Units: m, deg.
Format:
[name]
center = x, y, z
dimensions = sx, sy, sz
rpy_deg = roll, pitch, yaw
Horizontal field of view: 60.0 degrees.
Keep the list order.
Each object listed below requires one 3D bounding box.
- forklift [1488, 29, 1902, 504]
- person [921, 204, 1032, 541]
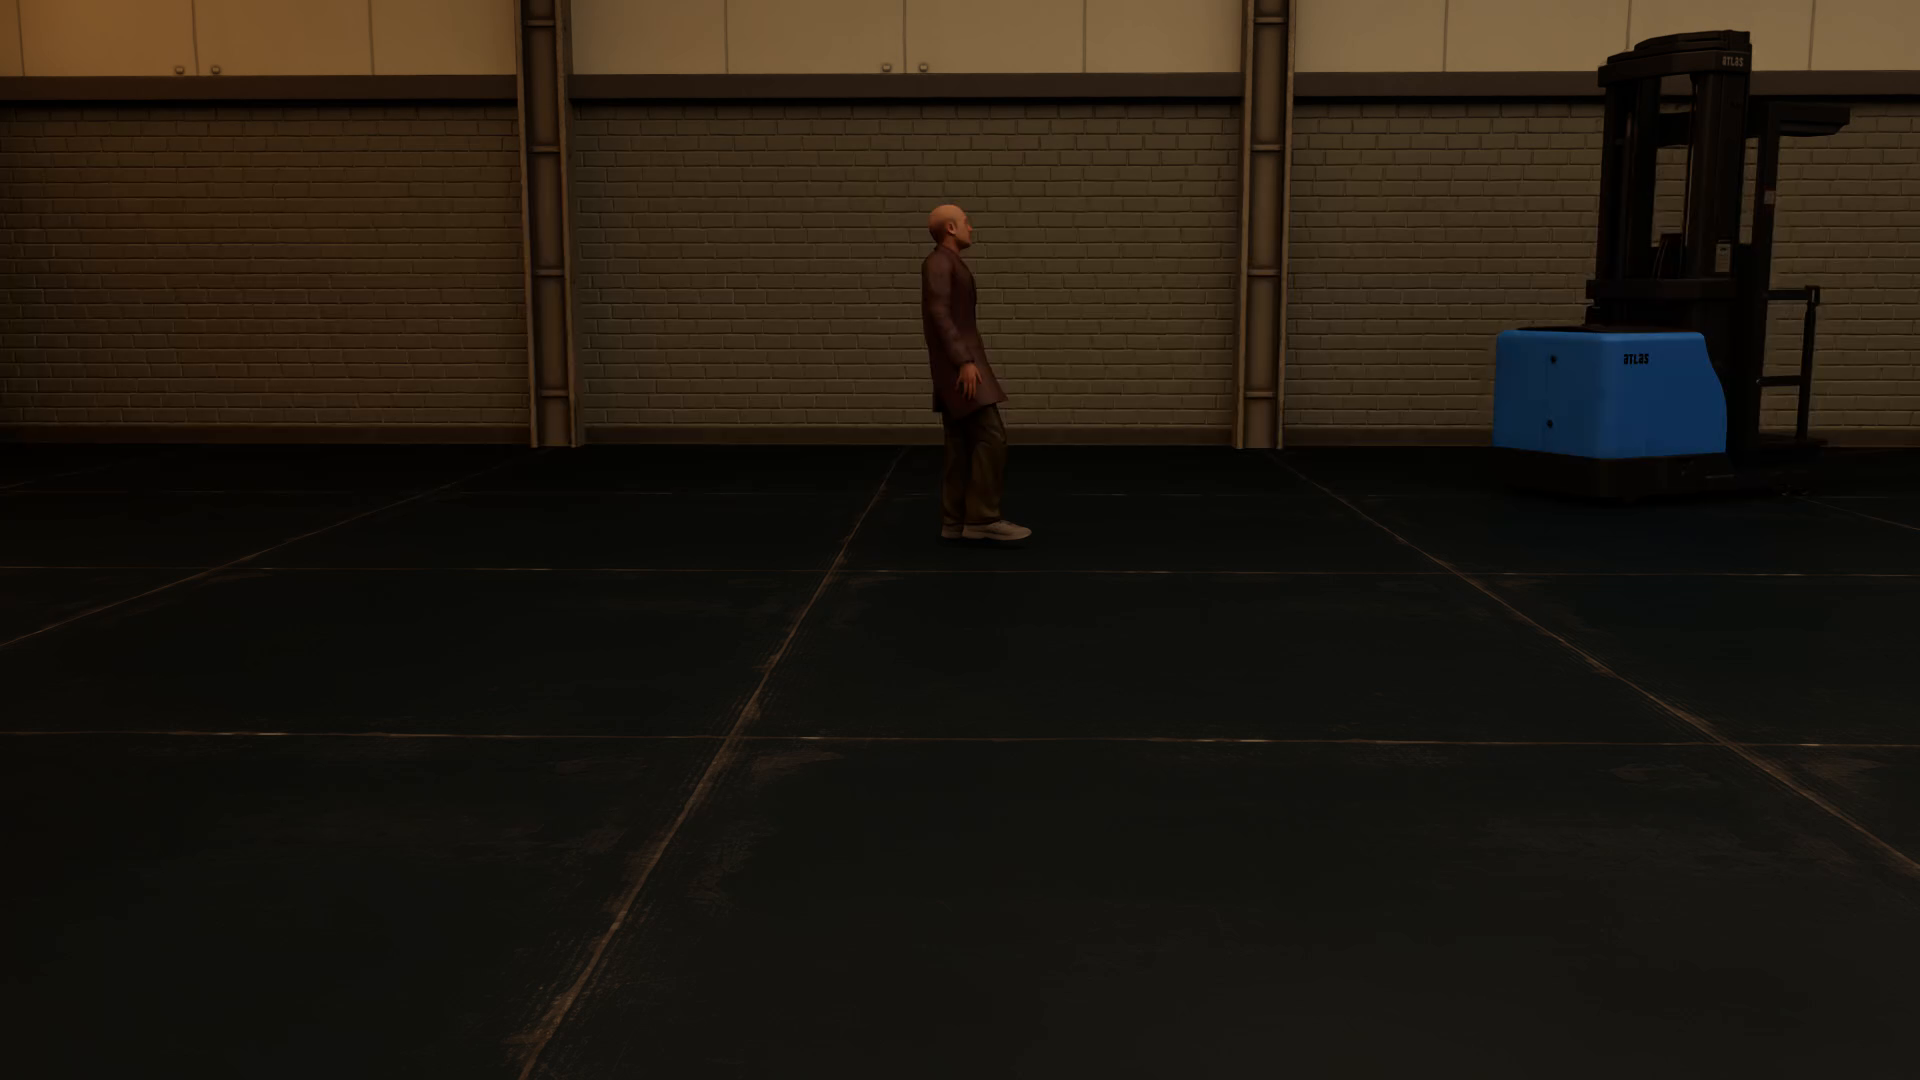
[forklift]
center = 5.073, -1.800, 11.083
dimensions = 3.031, 2.935, 1.130
rpy_deg = -4, 10, -25
[person]
center = 0.091, -0.885, 8.859
dimensions = 0.583, 1.775, 0.696
rpy_deg = 0, 9, 1
